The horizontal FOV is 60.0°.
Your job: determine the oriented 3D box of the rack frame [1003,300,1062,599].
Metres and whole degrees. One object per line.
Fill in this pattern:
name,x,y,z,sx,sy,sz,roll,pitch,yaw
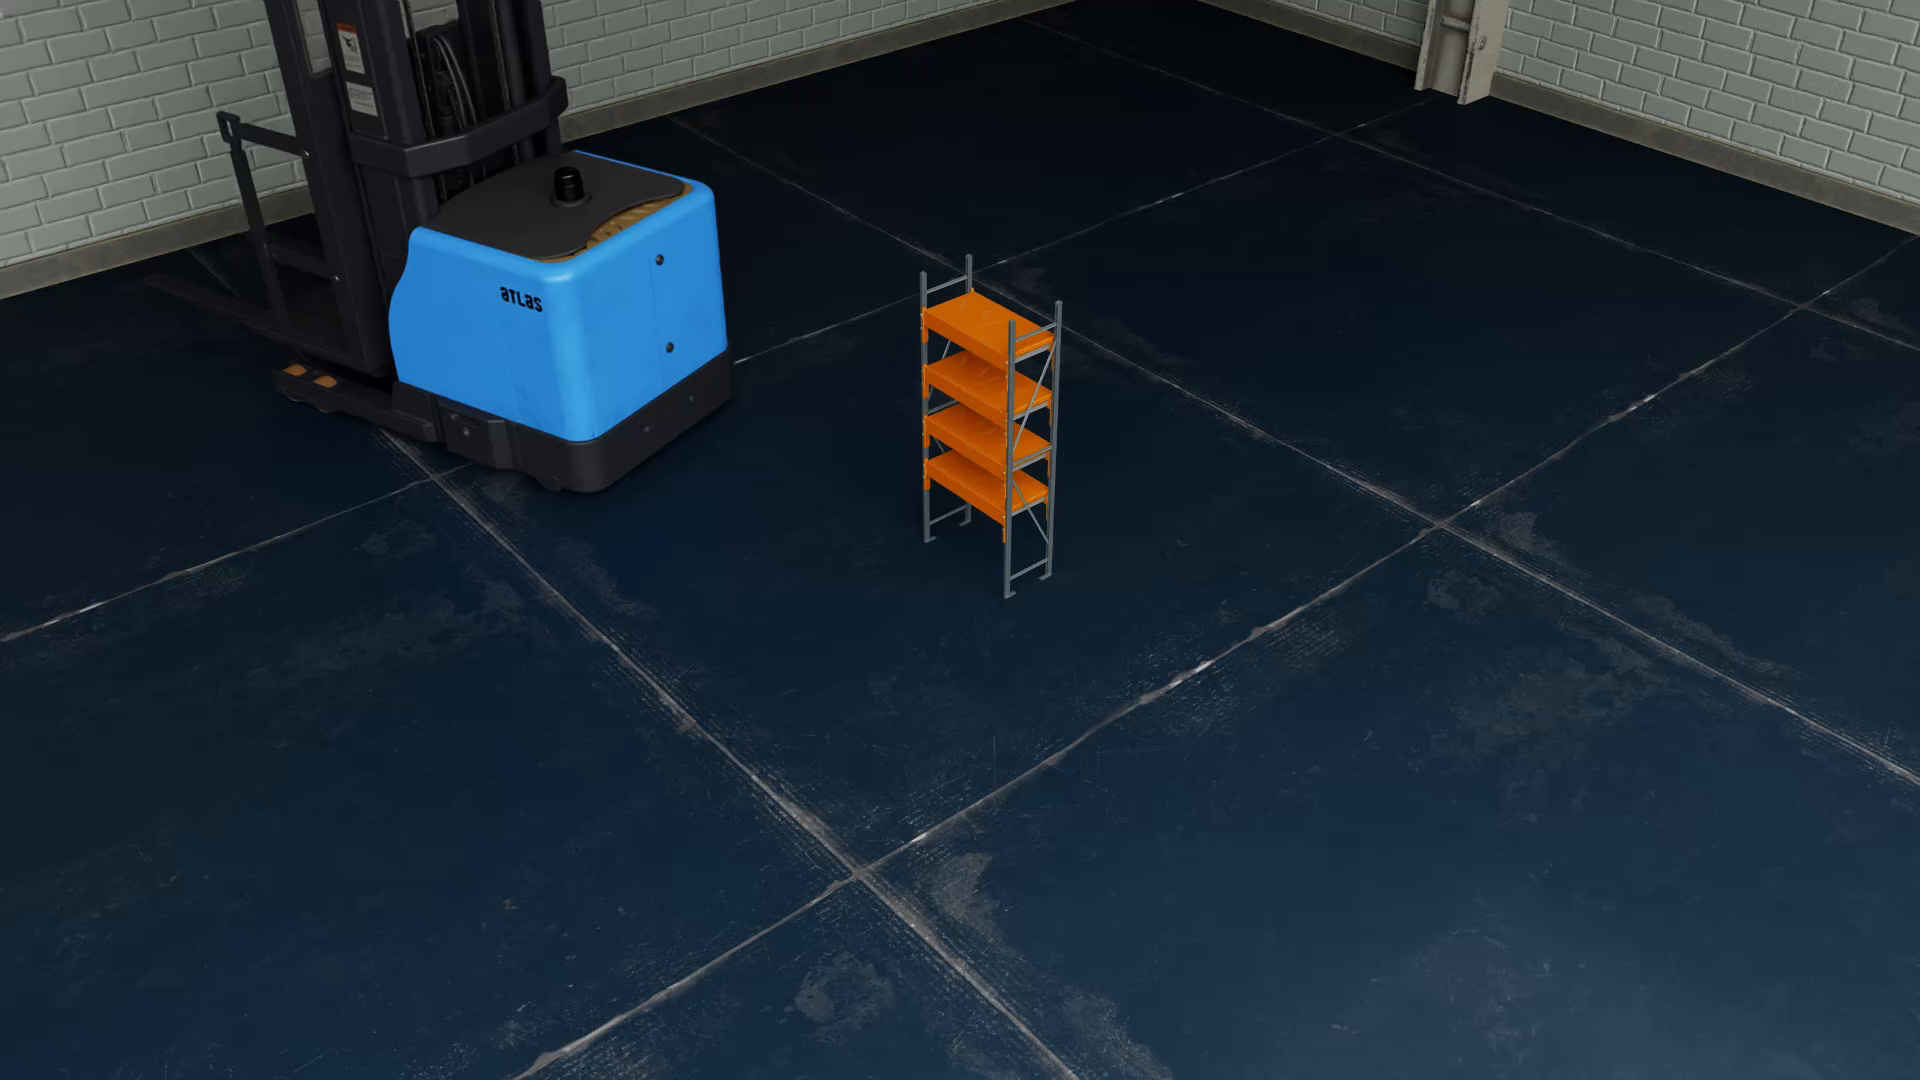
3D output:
rack frame,0.264,-0.309,6.148,0.240,1.200,0.015,-26,43,-32

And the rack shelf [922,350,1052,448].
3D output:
rack shelf,0.107,-0.544,6.210,0.258,0.148,0.480,-26,43,-32

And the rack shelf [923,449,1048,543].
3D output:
rack shelf,0.107,-0.200,6.454,0.258,0.148,0.480,-26,43,-32

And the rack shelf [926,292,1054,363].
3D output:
rack shelf,0.107,-0.769,6.050,0.221,0.050,0.457,-26,43,-32

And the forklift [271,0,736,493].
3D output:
forklift,-2.083,-1.830,6.854,1.939,2.867,1.129,19,39,25

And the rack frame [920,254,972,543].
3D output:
rack frame,-0.051,-0.524,6.452,0.240,1.200,0.015,-26,43,-32
